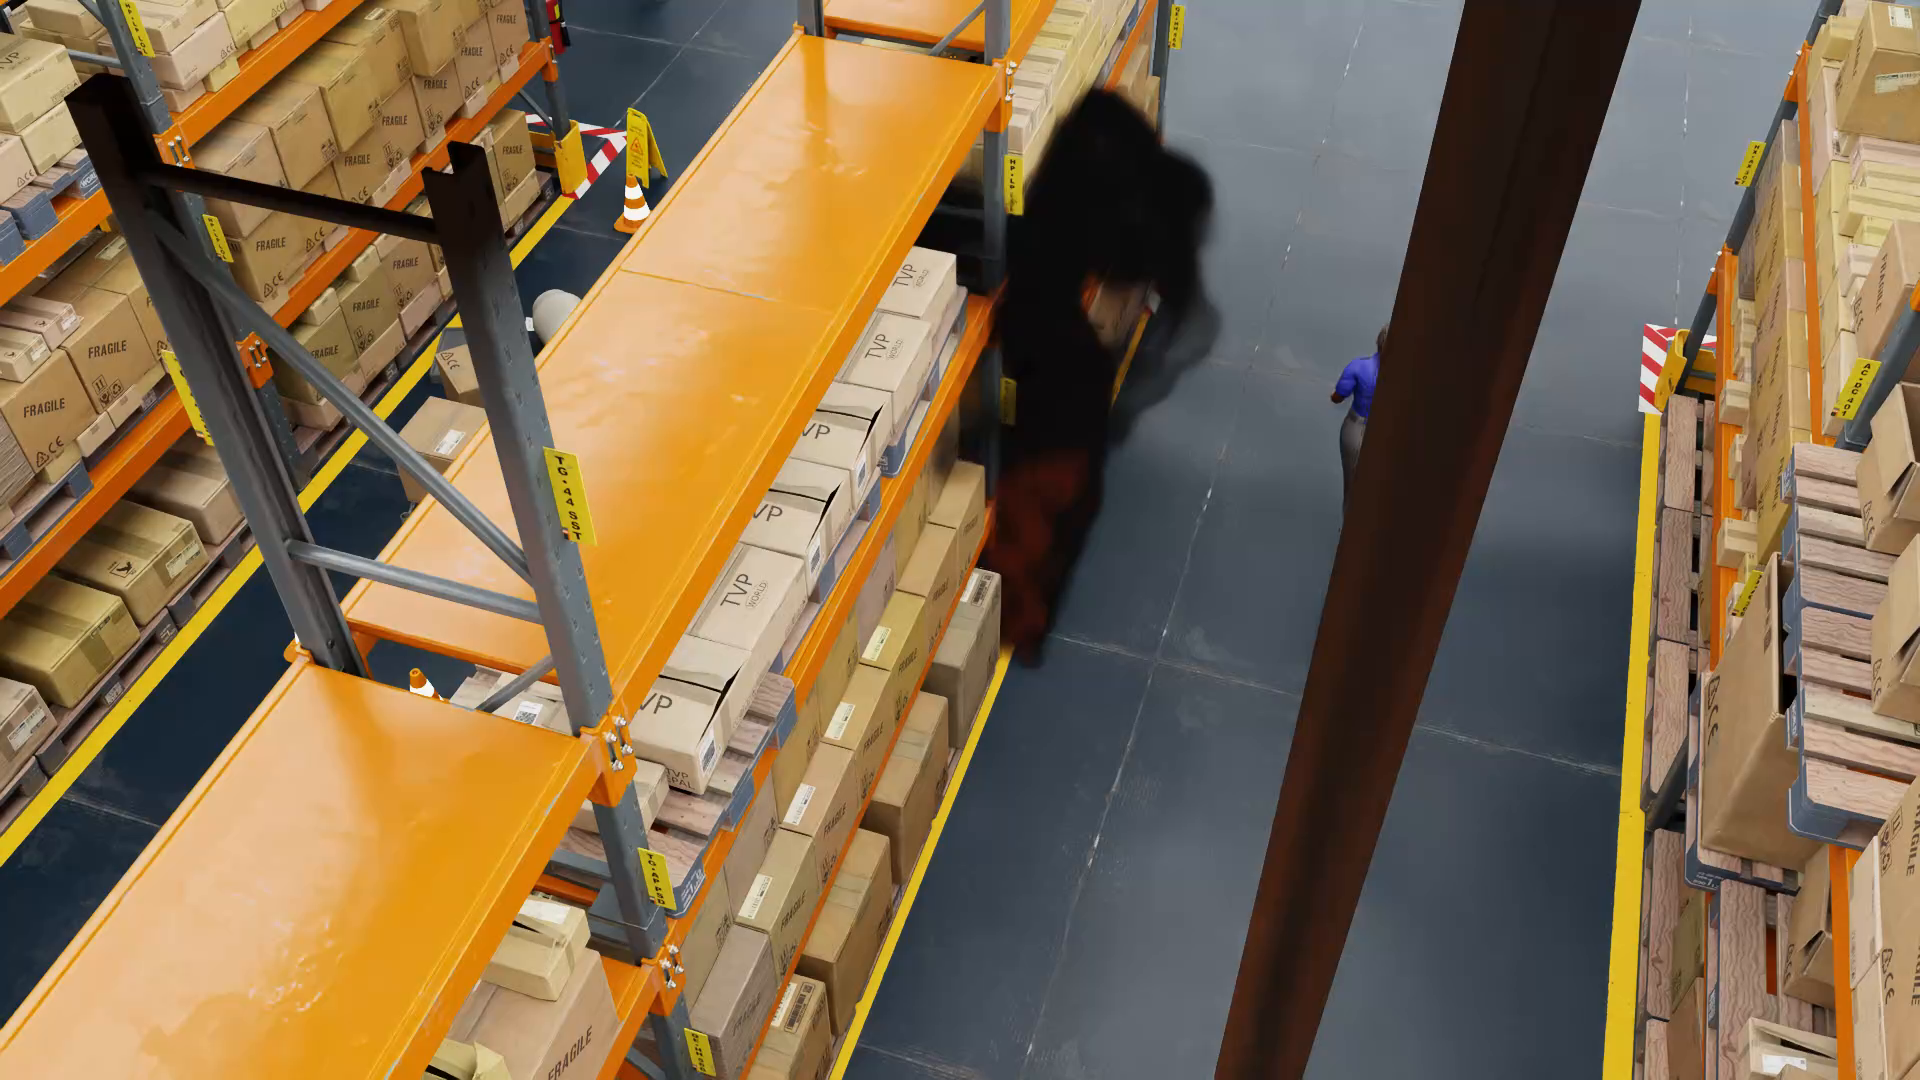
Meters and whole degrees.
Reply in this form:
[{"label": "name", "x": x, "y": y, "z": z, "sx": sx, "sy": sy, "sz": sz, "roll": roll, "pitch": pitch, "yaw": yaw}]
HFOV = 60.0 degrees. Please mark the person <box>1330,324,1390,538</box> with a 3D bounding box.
[{"label": "person", "x": 2.511, "y": -0.642, "z": 10.250, "sx": 0.551, "sy": 1.722, "sz": 0.667, "roll": 4, "pitch": 46, "yaw": 3}]
